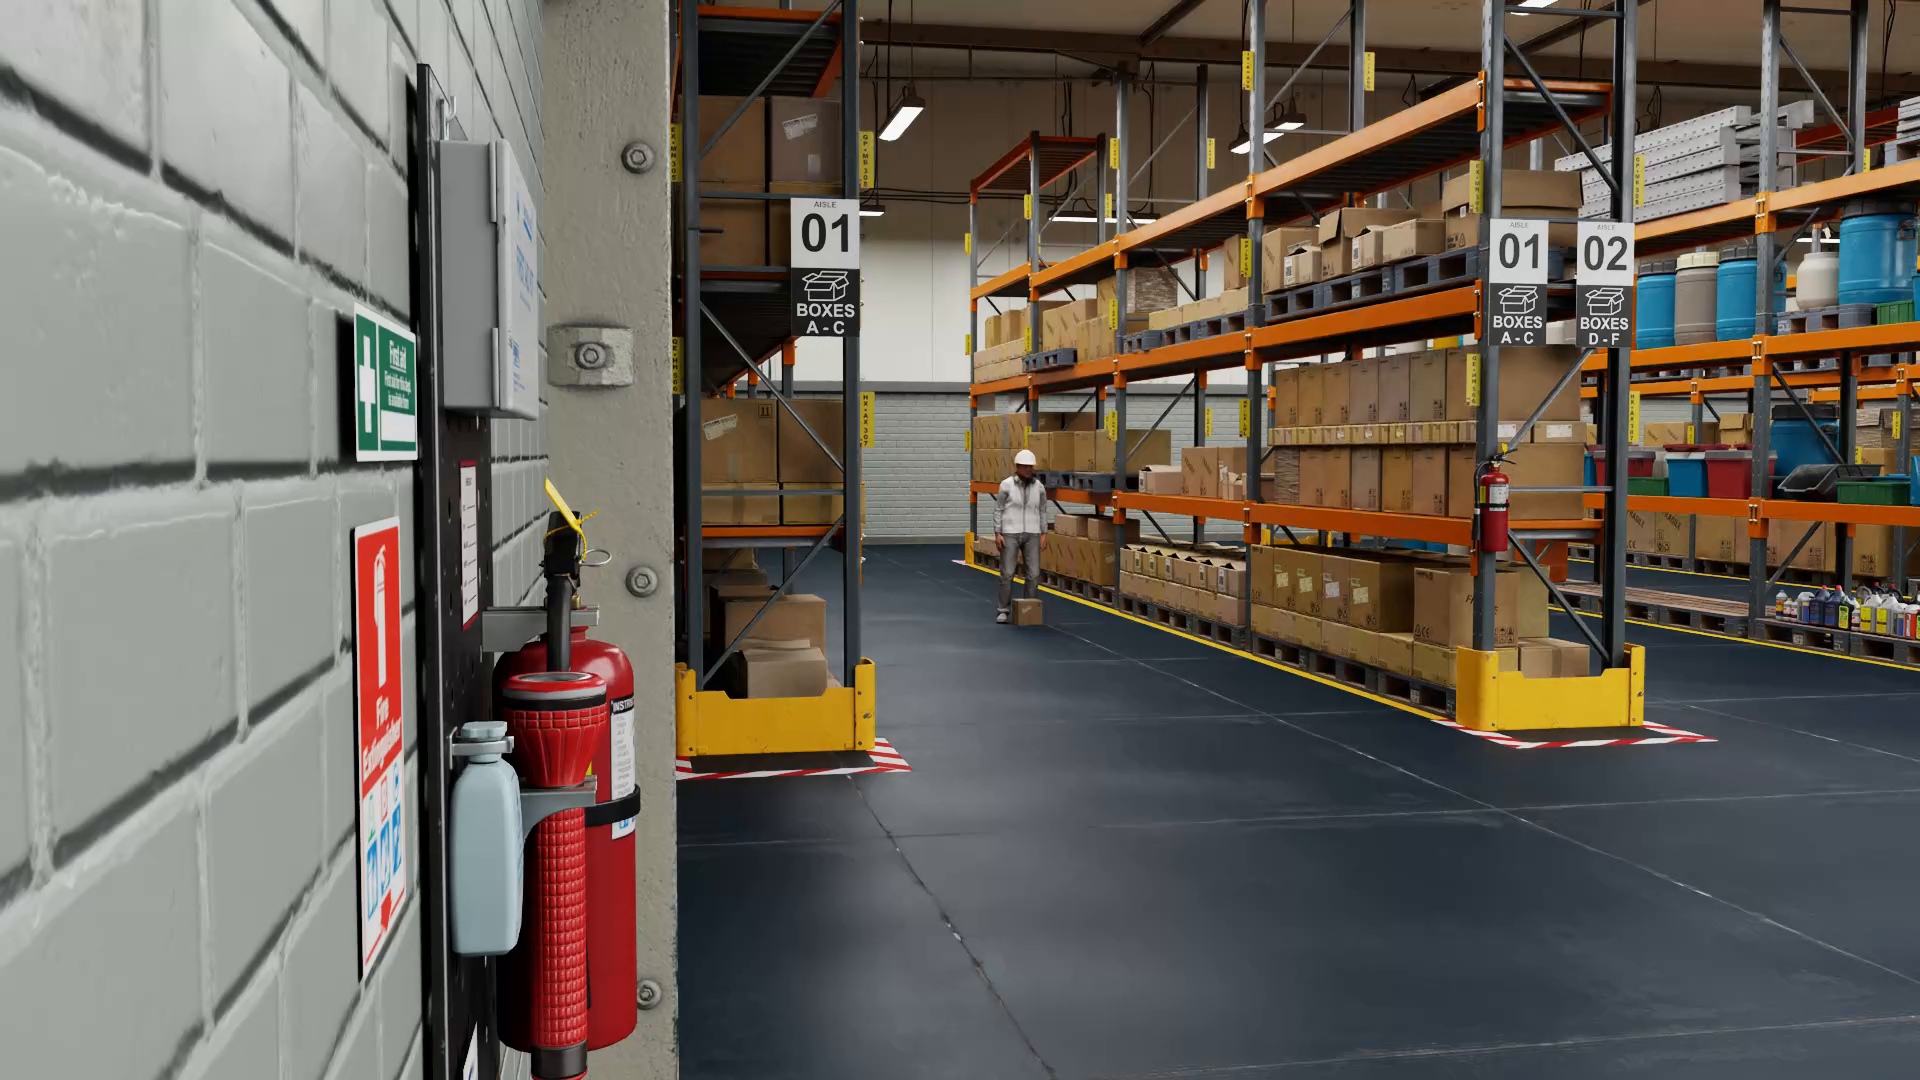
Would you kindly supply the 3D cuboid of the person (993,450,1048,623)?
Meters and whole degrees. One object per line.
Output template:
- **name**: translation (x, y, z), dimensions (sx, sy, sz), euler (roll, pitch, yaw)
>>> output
- **person**: translation (0.628, -0.040, 17.113), dimensions (0.589, 1.770, 0.464), euler (-1, 3, -15)
